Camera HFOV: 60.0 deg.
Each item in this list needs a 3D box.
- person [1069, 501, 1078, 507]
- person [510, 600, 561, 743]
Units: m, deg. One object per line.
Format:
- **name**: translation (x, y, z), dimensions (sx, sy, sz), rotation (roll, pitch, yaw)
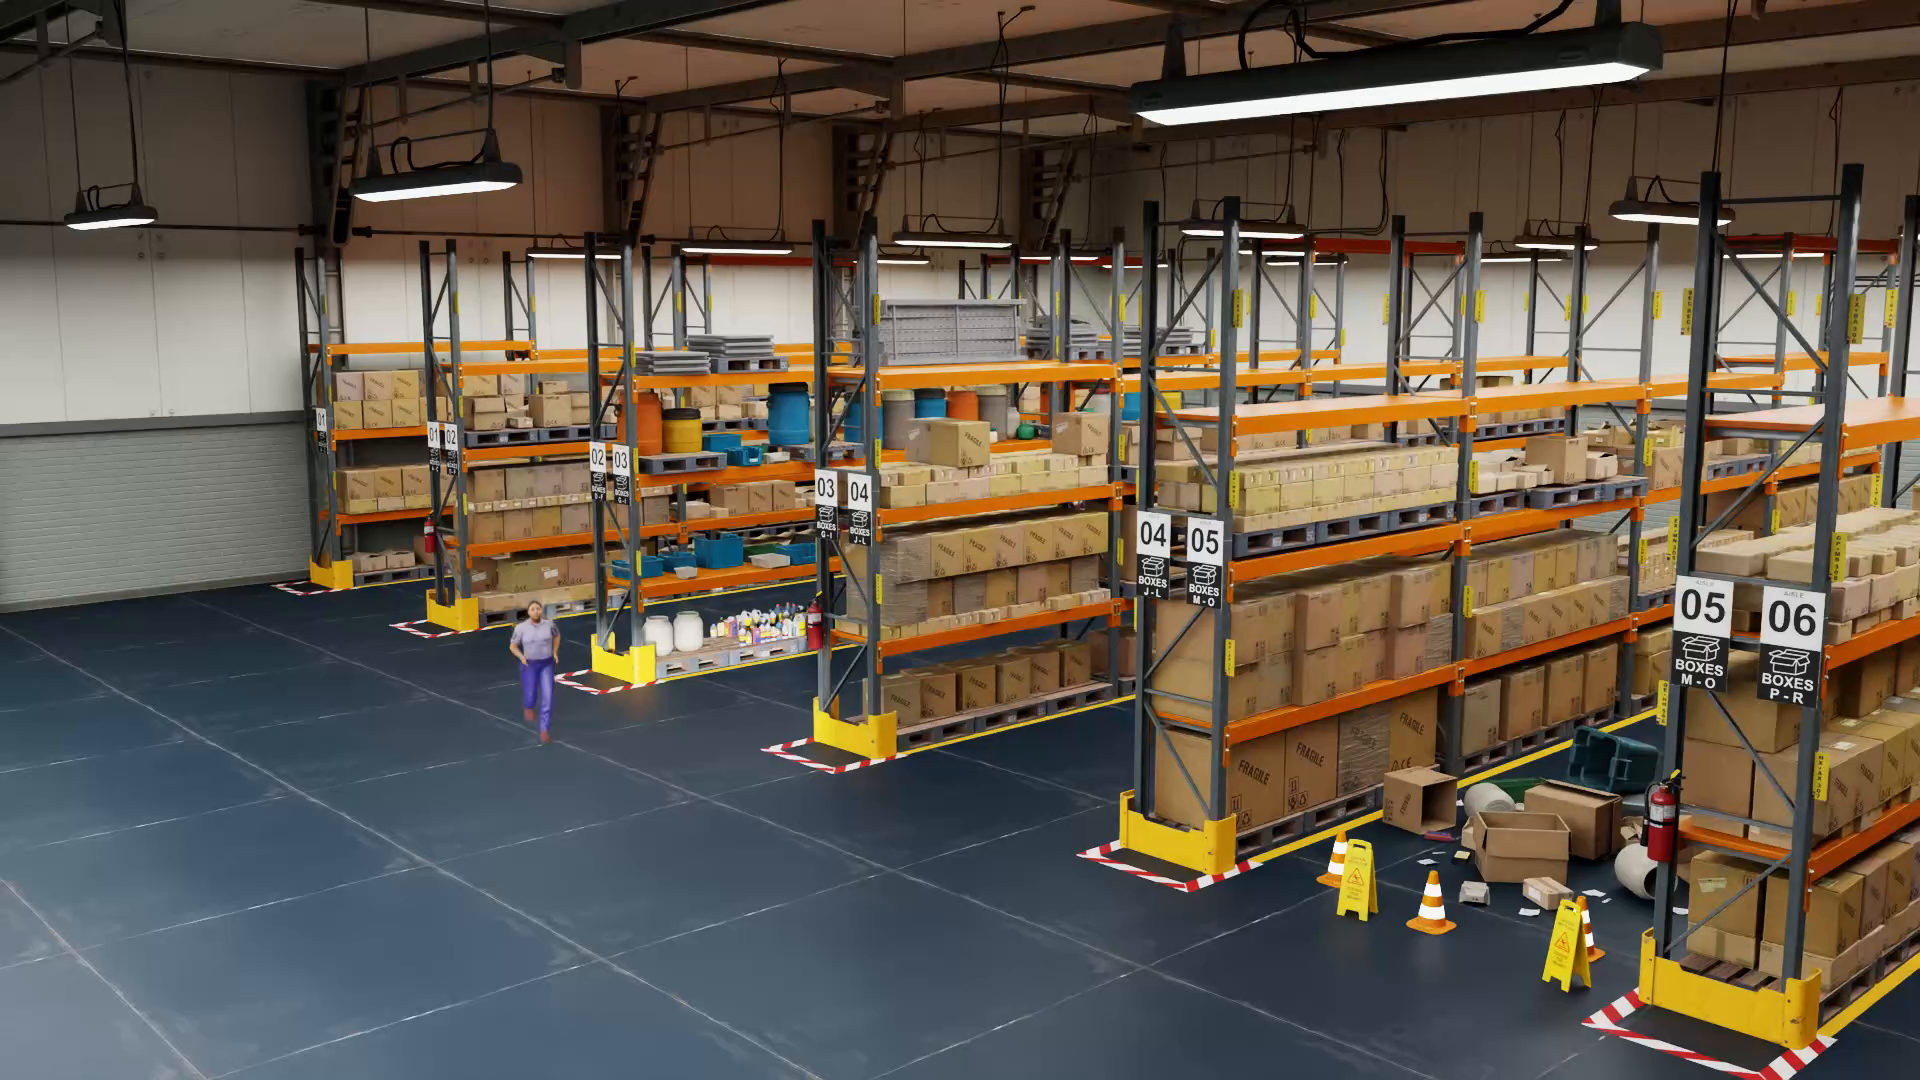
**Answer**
- **person**: translation (2.053, -0.229, 31.239), dimensions (0.656, 1.680, 0.627), rotation (-8, 11, -42)
- **person**: translation (-4.986, 1.526, 19.619), dimensions (0.607, 1.623, 0.823), rotation (-3, 9, -22)
